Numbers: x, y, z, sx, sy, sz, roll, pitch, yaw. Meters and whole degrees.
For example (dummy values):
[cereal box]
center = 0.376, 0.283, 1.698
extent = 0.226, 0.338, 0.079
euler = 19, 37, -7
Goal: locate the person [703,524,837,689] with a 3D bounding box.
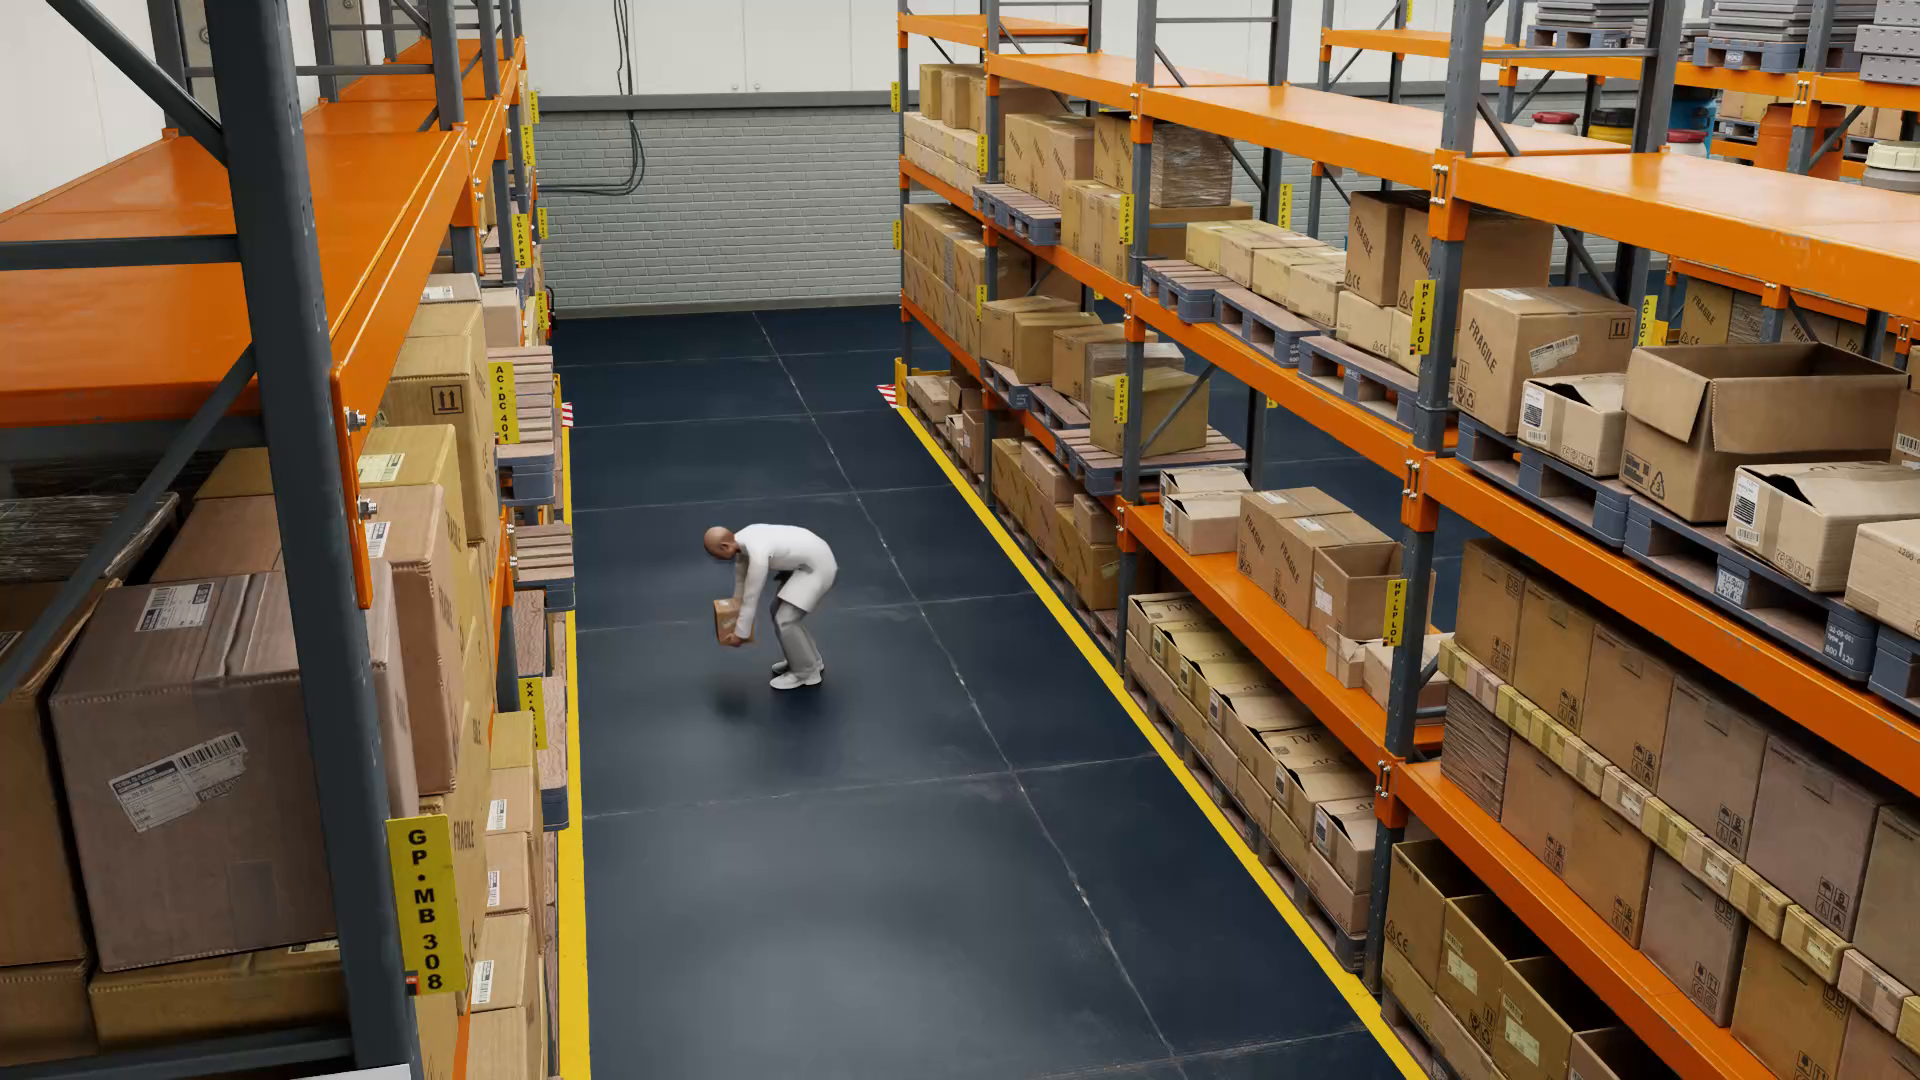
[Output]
[person]
center = -1.322, 0.454, 11.705
extent = 0.926, 1.177, 0.571
euler = -5, 20, -15
